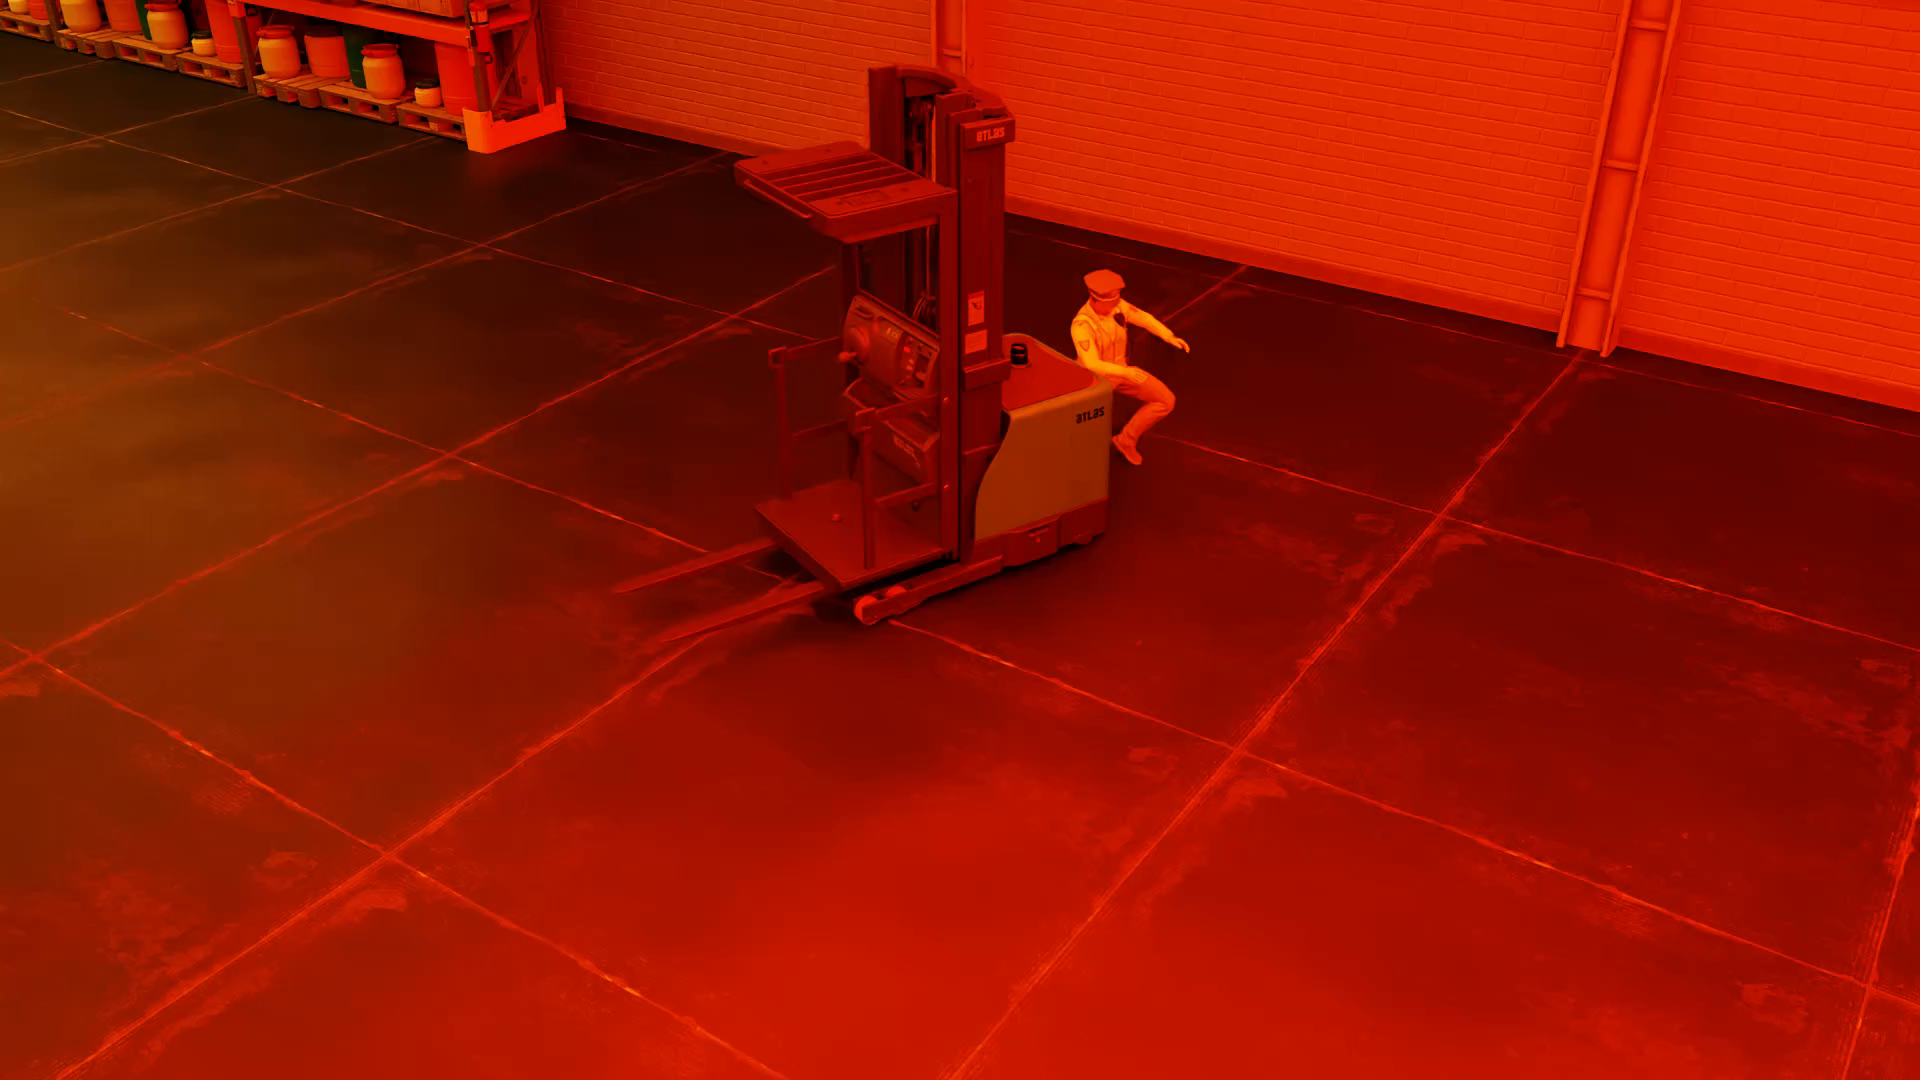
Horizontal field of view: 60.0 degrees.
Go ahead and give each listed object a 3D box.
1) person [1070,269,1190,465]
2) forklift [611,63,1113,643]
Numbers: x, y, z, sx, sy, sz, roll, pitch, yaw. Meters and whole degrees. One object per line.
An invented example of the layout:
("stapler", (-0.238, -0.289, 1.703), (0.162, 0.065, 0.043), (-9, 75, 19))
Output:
("person", (1.043, -1.021, 10.813), (0.852, 1.438, 0.742), (-22, 37, -33))
("forklift", (-0.569, -1.076, 9.434), (3.031, 2.935, 1.130), (-19, 35, -29))
